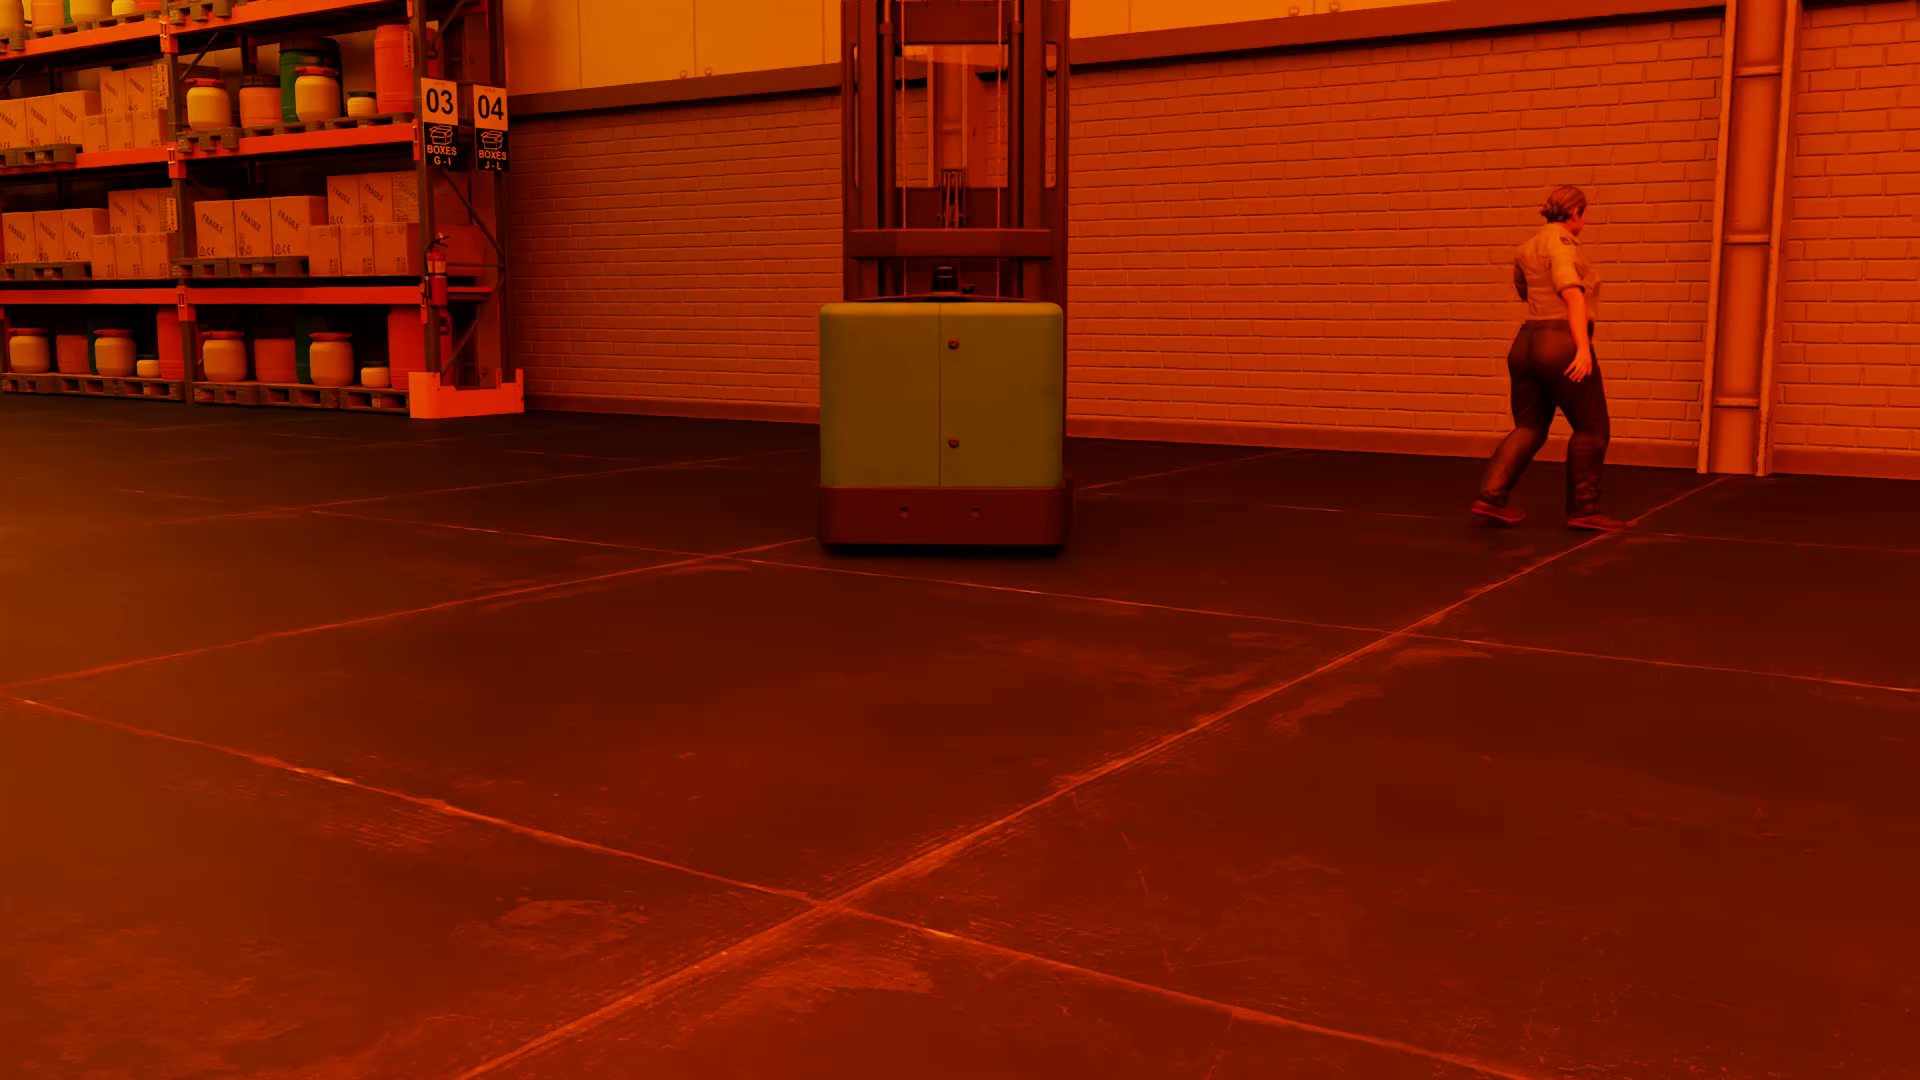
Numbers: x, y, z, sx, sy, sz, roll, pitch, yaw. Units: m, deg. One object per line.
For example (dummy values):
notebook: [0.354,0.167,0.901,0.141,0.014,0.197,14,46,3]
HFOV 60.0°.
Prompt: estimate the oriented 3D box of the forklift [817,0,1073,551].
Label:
forklift: [-0.009,-1.573,8.258,1.130,2.935,3.031,0,8,3]

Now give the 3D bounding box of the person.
person: [2.849,-0.851,7.886,0.728,1.631,0.884,-2,8,-13]
